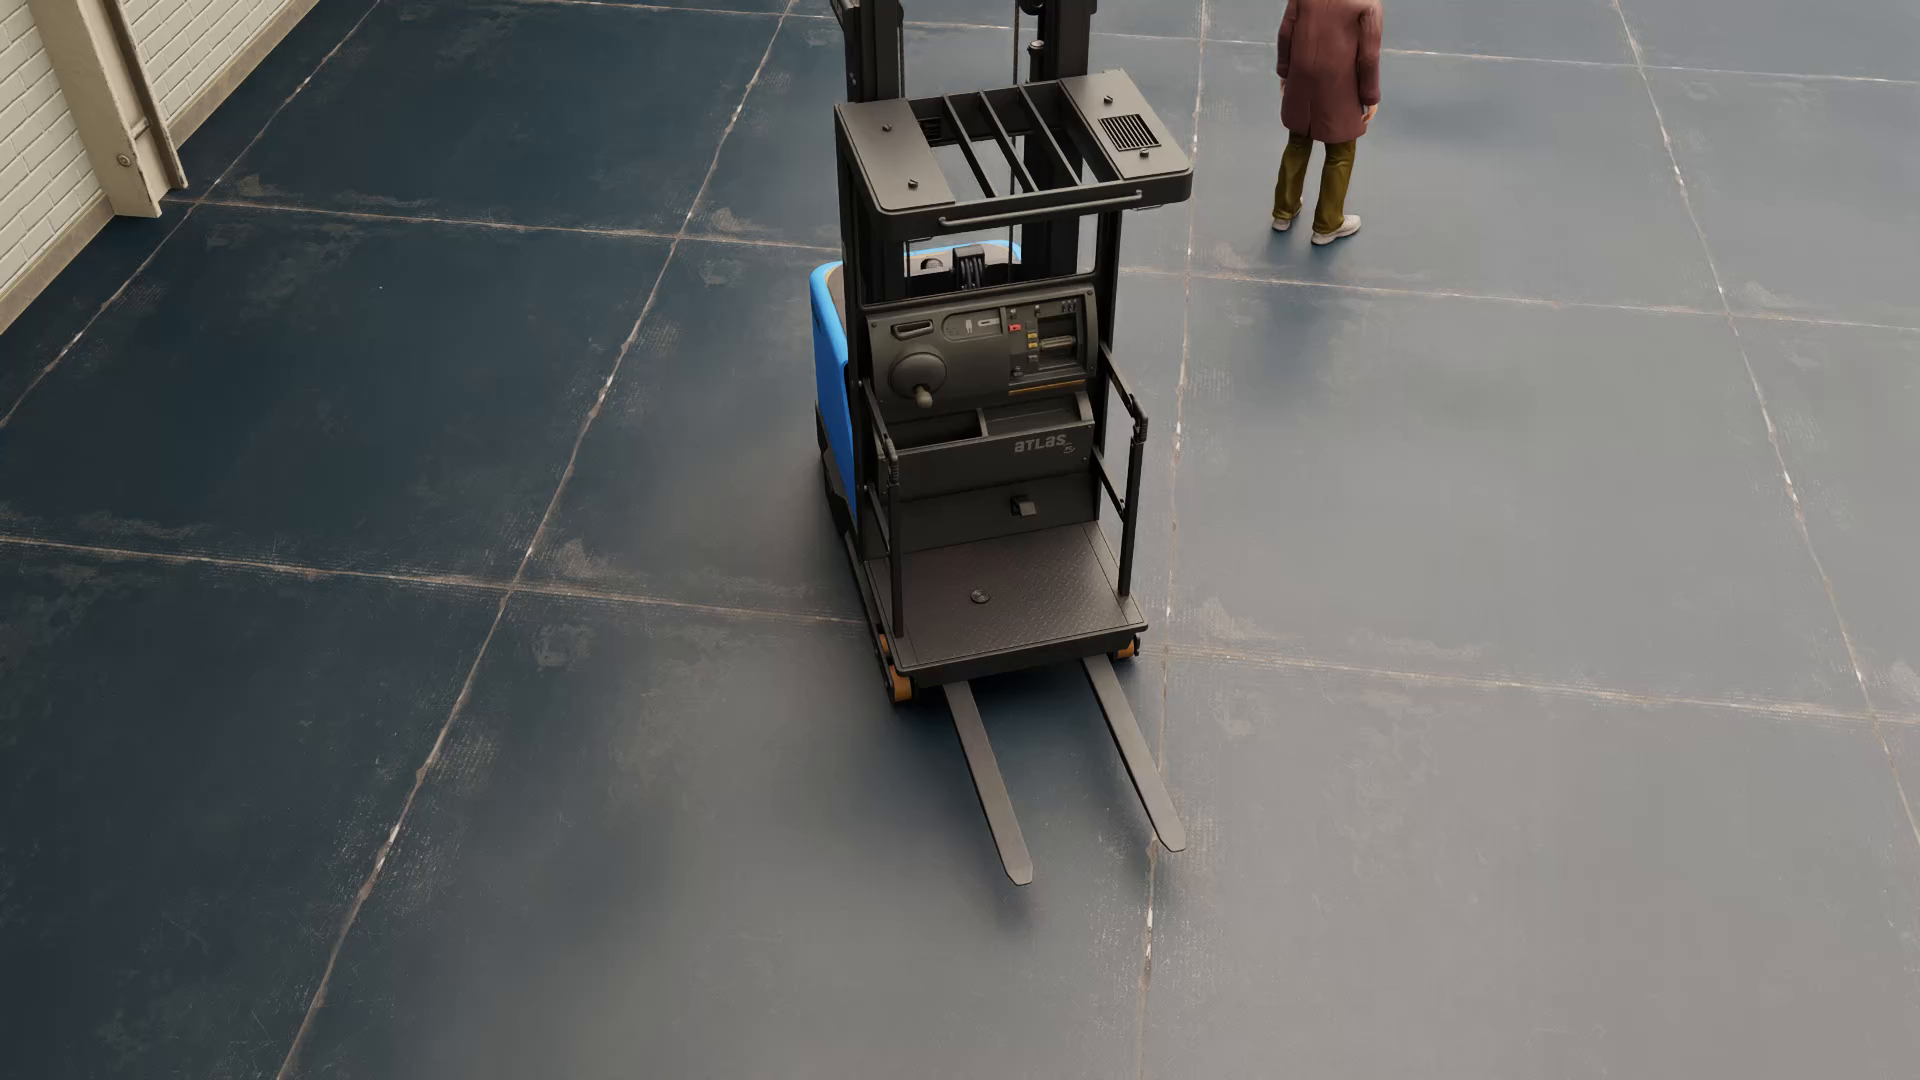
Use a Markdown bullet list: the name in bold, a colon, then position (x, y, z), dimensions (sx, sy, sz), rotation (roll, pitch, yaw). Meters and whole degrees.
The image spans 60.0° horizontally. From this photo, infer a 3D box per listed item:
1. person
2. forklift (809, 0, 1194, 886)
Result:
- **person**: position (2.056, -2.533, 9.336), dimensions (0.642, 1.774, 0.422), rotation (28, 50, 27)
- **forklift**: position (0.153, -0.681, 6.465), dimensions (1.130, 2.935, 3.031), rotation (-10, 44, -11)
